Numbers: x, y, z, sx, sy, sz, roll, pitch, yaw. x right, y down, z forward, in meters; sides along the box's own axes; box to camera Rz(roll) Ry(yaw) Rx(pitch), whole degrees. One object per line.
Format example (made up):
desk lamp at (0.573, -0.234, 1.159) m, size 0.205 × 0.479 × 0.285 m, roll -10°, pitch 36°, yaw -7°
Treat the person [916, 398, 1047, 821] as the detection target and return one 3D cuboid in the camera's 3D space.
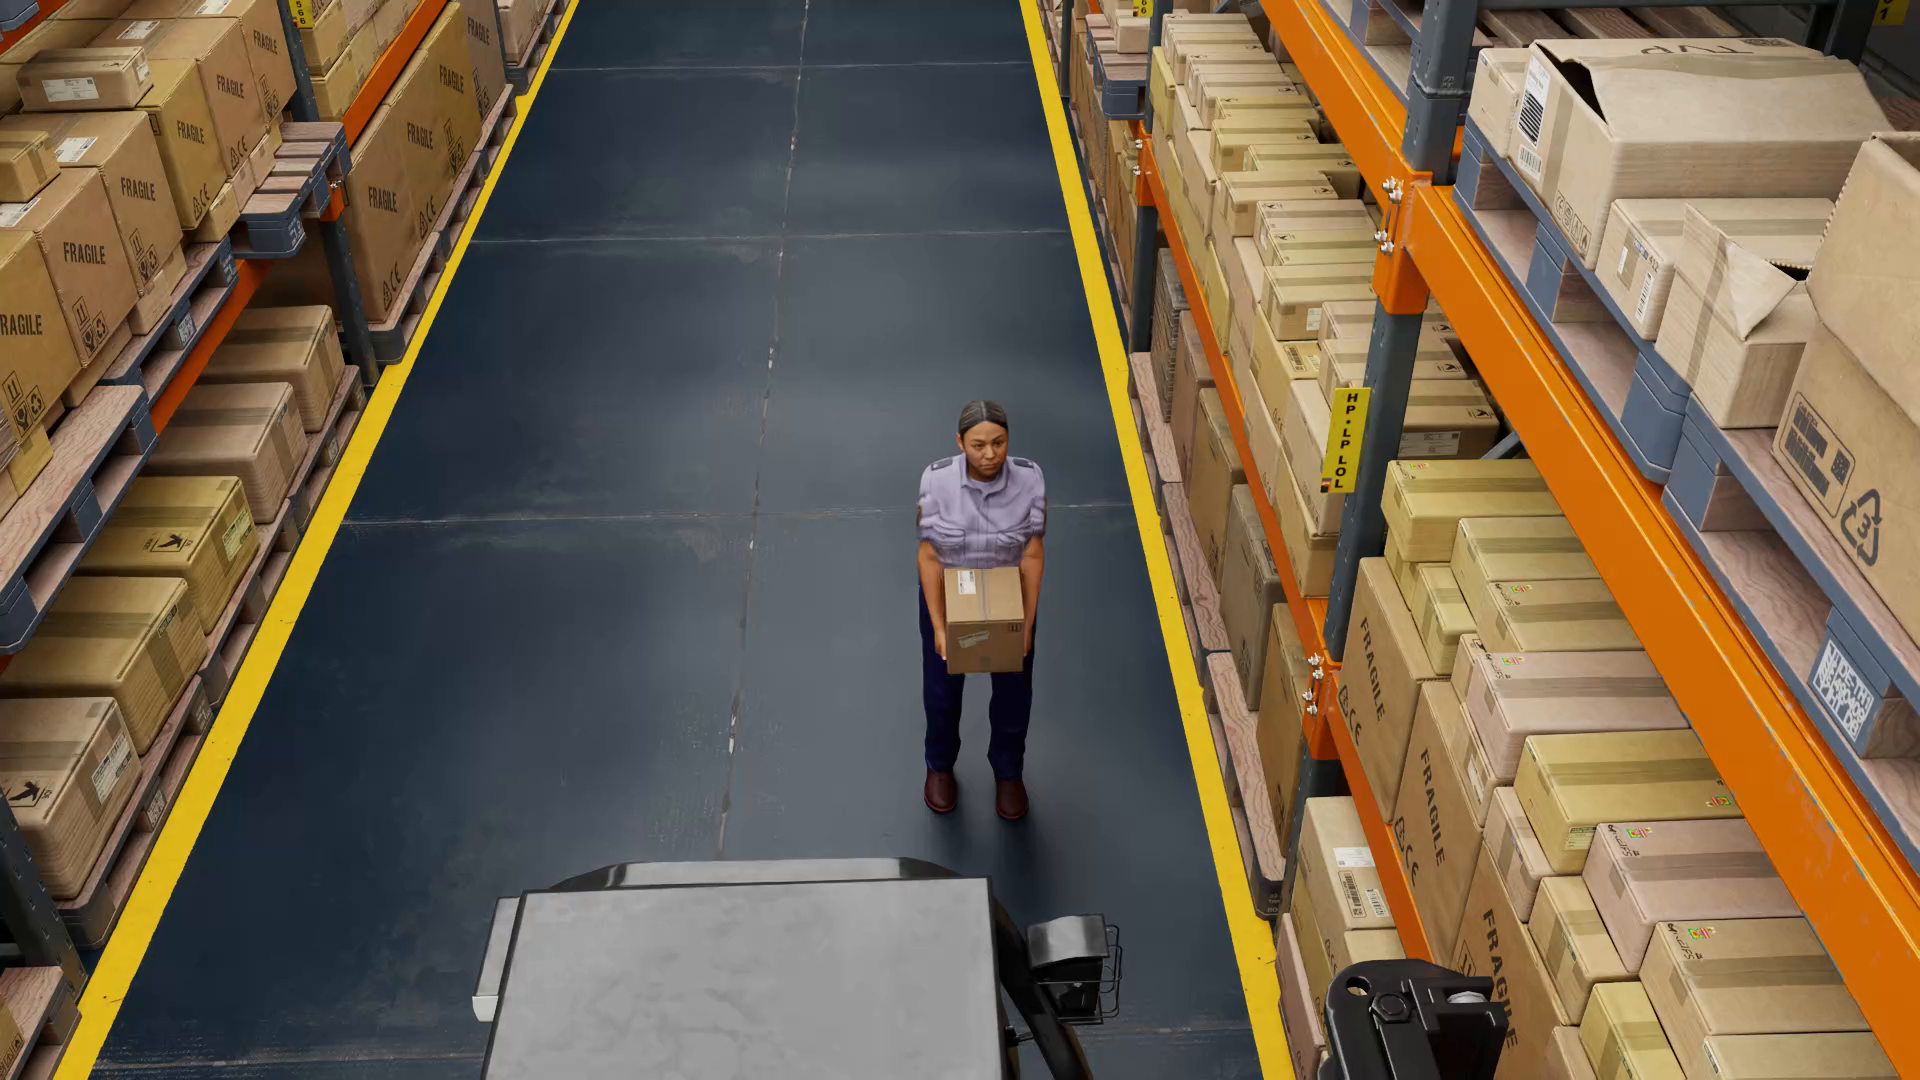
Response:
person at (0.076, 0.292, 5.768) m, size 0.441 × 1.633 × 0.519 m, roll -2°, pitch 35°, yaw -2°
